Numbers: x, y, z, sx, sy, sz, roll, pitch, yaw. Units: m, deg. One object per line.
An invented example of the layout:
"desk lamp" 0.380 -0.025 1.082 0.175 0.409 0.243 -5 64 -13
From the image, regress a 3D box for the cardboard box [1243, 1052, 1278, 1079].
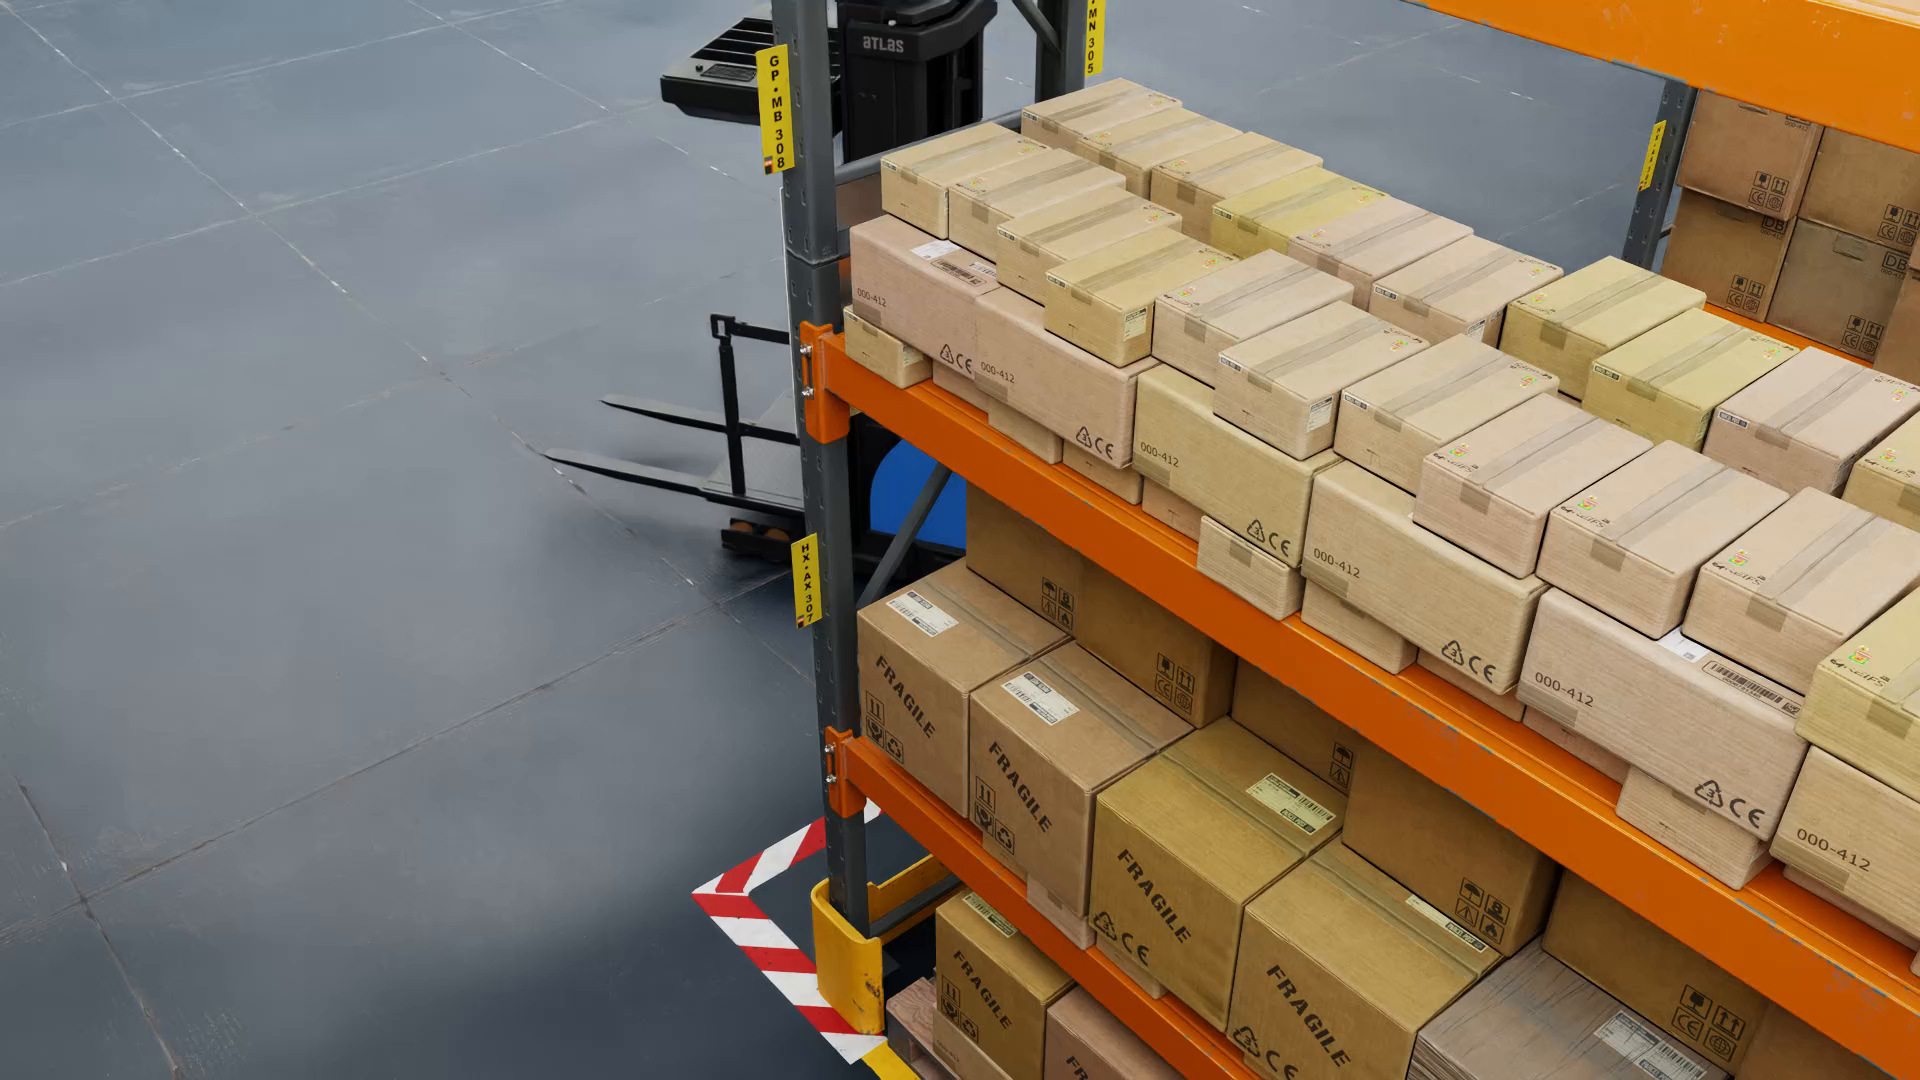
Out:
"cardboard box" 0.974 1.315 4.417 0.380 0.149 0.250 -27 44 -33

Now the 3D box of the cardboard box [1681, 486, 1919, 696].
"cardboard box" 1.471 0.085 2.868 0.380 0.149 0.250 -27 43 -33

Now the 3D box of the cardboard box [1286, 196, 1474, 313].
"cardboard box" 0.981 -0.653 3.910 0.380 0.149 0.250 -26 43 -32

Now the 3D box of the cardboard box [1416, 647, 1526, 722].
"cardboard box" 1.165 0.180 3.424 0.380 0.149 0.250 -26 43 -32

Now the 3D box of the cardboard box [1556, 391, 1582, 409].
"cardboard box" 1.471 -0.208 3.627 0.500 0.250 0.500 -26 43 -31

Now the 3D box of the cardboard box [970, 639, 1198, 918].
"cardboard box" 0.376 0.657 4.785 0.500 0.500 0.500 -25 42 -30

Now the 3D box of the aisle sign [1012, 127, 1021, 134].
"aisle sign" 0.127 -0.918 5.102 0.394 0.787 0.004 -26 43 -32

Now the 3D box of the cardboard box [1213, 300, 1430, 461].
"cardboard box" 0.752 -0.338 3.466 0.380 0.149 0.250 -25 42 -31

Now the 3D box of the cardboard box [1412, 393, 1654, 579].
"cardboard box" 1.082 -0.110 3.143 0.380 0.149 0.250 -25 43 -31

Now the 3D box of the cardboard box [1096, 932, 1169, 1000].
"cardboard box" 0.610 1.093 4.730 0.380 0.149 0.250 -25 42 -31

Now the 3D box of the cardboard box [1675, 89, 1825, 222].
"cardboard box" 3.871 -1.936 7.725 0.875 0.550 0.550 -26 43 -32

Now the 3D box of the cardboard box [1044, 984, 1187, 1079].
"cardboard box" 0.611 1.622 5.132 0.500 0.500 0.500 -28 44 -33

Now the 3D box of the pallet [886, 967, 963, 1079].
"pallet" 0.491 1.822 5.896 1.003 0.211 1.213 -26 43 -32

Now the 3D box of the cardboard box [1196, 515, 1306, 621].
"cardboard box" 0.748 -0.006 3.687 0.380 0.149 0.250 -25 43 -31

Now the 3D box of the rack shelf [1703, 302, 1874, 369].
"rack shelf" 4.952 -0.436 7.293 1.077 0.370 4.000 -26 43 -32

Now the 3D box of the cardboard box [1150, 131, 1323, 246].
"cardboard box" 0.705 -0.895 4.252 0.380 0.149 0.250 -27 43 -32

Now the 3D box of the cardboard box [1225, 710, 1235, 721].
"cardboard box" 0.825 0.476 5.040 0.500 0.500 0.500 -26 43 -32

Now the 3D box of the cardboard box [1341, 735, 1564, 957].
"cardboard box" 1.386 0.538 4.088 0.700 0.500 0.500 -26 43 -32

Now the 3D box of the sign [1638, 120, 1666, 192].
"sign" 3.233 -1.793 7.771 0.100 0.325 0.005 -26 43 -32

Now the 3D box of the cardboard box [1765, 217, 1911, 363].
"cardboard box" 4.307 -1.292 7.750 0.875 0.550 0.550 -26 43 -32

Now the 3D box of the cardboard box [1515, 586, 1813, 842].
"cardboard box" 1.391 0.213 3.033 0.500 0.250 0.500 -27 43 -32

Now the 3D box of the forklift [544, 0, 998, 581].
"forklift" -0.695 -1.358 8.033 3.031 2.935 1.130 12 37 16

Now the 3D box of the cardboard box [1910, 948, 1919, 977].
"cardboard box" 1.811 0.649 2.761 0.380 0.149 0.250 -26 43 -31

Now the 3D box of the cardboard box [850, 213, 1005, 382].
"cardboard box" 0.066 -0.684 4.299 0.500 0.250 0.500 -27 43 -33

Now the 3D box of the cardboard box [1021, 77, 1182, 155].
"cardboard box" 0.389 -1.129 4.582 0.380 0.149 0.250 -26 43 -31

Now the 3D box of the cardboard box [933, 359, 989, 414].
"cardboard box" 0.149 -0.493 4.374 0.380 0.149 0.250 -28 44 -33

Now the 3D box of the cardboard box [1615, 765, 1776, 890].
"cardboard box" 1.437 0.438 3.060 0.380 0.149 0.250 -25 42 -31

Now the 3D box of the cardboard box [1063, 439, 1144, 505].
"cardboard box" 0.472 -0.263 4.049 0.380 0.149 0.250 -26 43 -32

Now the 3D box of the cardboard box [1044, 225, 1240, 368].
"cardboard box" 0.413 -0.558 3.776 0.380 0.149 0.250 -26 43 -32

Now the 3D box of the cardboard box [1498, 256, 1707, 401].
"cardboard box" 1.404 -0.465 3.644 0.380 0.149 0.250 -25 42 -31

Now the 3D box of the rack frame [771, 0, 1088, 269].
"rack frame" -0.055 -2.170 3.928 1.000 3.000 0.127 -26 43 -32

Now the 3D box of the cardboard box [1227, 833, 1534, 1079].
"cardboard box" 1.040 1.103 4.155 0.500 0.500 0.500 -27 43 -33

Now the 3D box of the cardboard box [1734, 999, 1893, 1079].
"cardboard box" 2.095 0.966 3.483 0.700 0.500 0.500 -26 43 -32

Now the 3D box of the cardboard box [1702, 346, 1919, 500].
"cardboard box" 1.690 -0.218 3.295 0.380 0.149 0.250 -27 43 -32

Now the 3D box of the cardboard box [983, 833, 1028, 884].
"cardboard box" 0.289 0.862 5.056 0.380 0.149 0.250 -28 44 -33

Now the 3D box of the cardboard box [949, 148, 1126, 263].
"cardboard box" 0.193 -0.830 4.160 0.380 0.149 0.250 -26 43 -32

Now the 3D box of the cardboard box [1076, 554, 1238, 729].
"cardboard box" 0.762 0.079 4.736 0.700 0.500 0.500 -26 43 -31

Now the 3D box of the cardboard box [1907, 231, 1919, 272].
"cardboard box" 4.554 -1.429 7.010 0.875 0.550 0.550 -26 43 -32

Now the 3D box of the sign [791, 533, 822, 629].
"sign" -0.469 0.128 5.126 0.100 0.325 0.005 -26 43 -32

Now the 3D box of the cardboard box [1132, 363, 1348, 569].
"cardboard box" 0.736 -0.239 3.671 0.500 0.250 0.500 -25 42 -31

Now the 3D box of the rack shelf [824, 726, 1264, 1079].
"rack shelf" 1.236 1.455 4.623 1.077 0.370 4.000 -26 43 -32
